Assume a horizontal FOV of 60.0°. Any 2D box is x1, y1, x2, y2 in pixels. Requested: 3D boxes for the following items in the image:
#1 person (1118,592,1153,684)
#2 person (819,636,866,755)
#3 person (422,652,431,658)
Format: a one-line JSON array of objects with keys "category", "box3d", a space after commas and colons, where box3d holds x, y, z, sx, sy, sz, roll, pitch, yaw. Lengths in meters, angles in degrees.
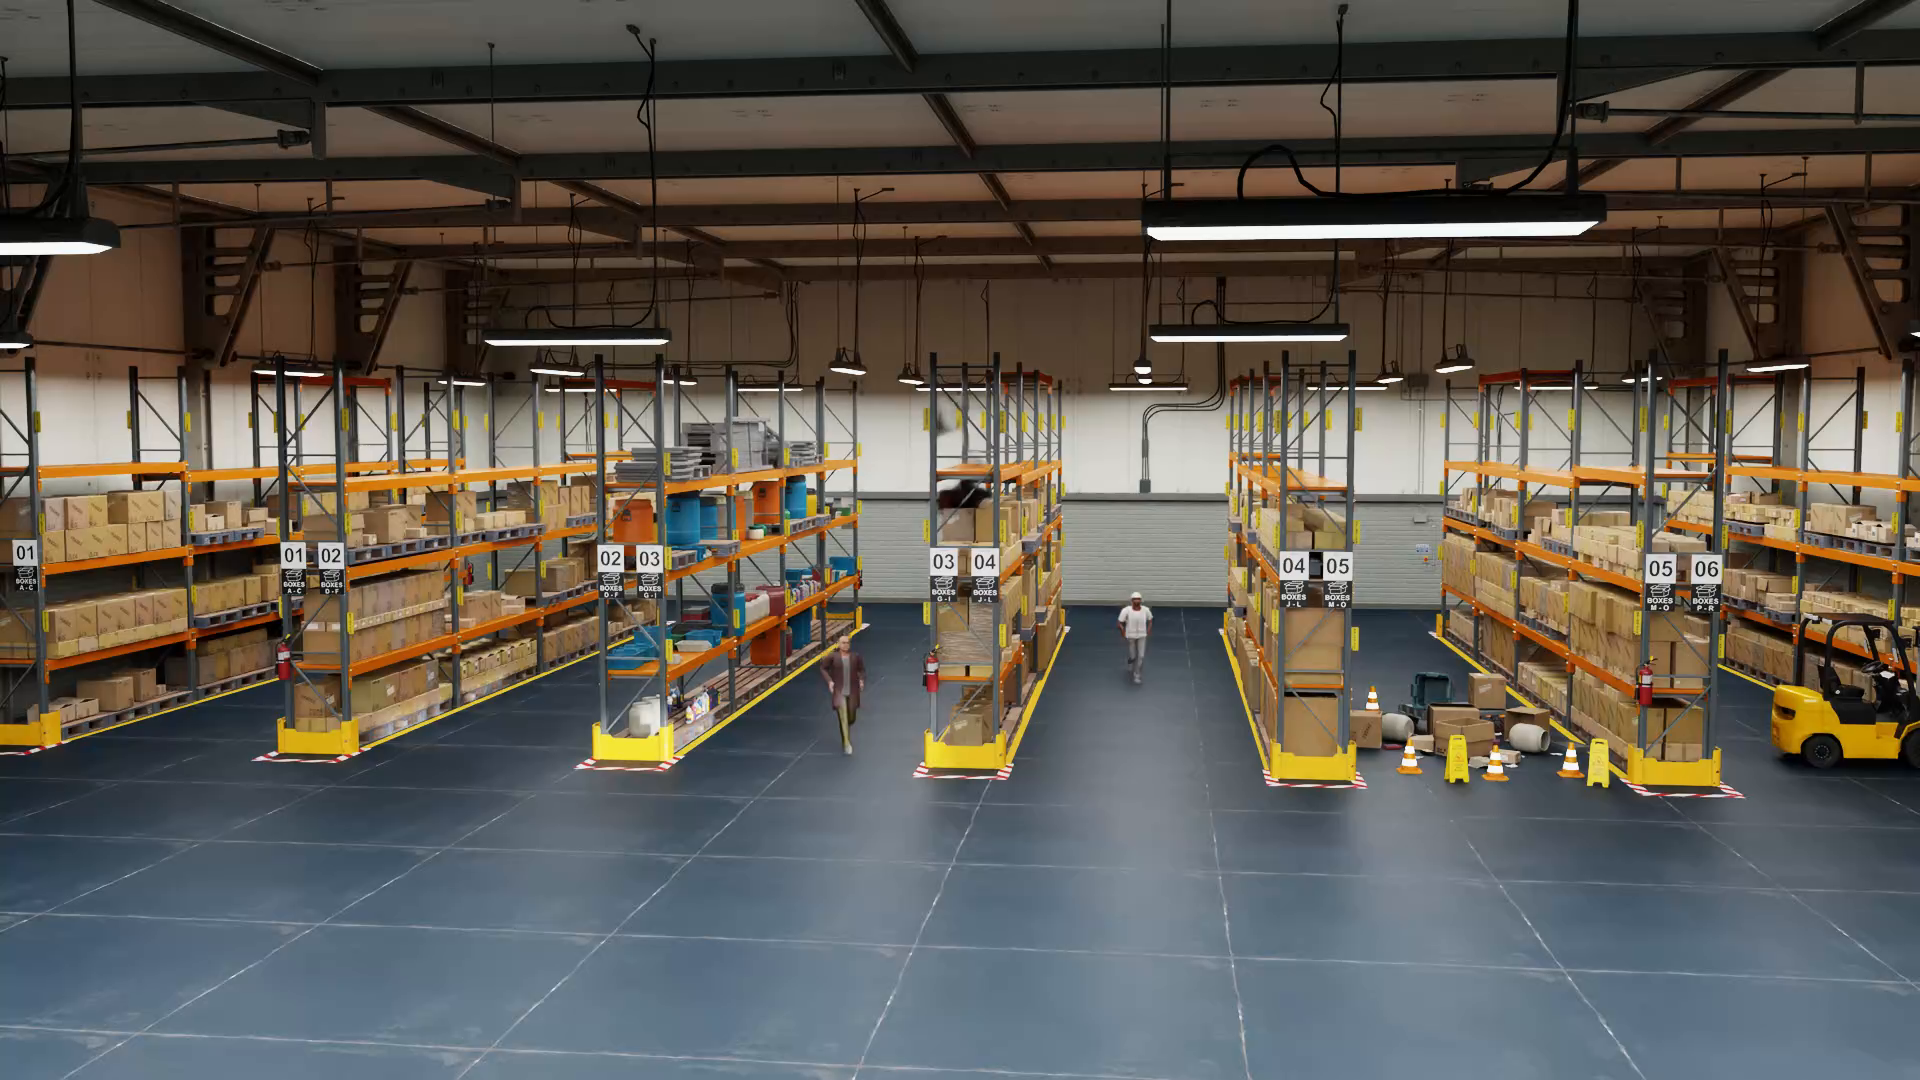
[{"category": "person", "box3d": [3.410, 1.874, 32.188, 0.711, 1.748, 0.738, 0, 4, -4]}, {"category": "person", "box3d": [-1.777, 2.348, 25.411, 0.711, 1.754, 0.880, -1, 4, -15]}, {"category": "person", "box3d": [-10.416, 1.813, 32.323, 0.696, 1.828, 0.917, 0, 4, -1]}]
